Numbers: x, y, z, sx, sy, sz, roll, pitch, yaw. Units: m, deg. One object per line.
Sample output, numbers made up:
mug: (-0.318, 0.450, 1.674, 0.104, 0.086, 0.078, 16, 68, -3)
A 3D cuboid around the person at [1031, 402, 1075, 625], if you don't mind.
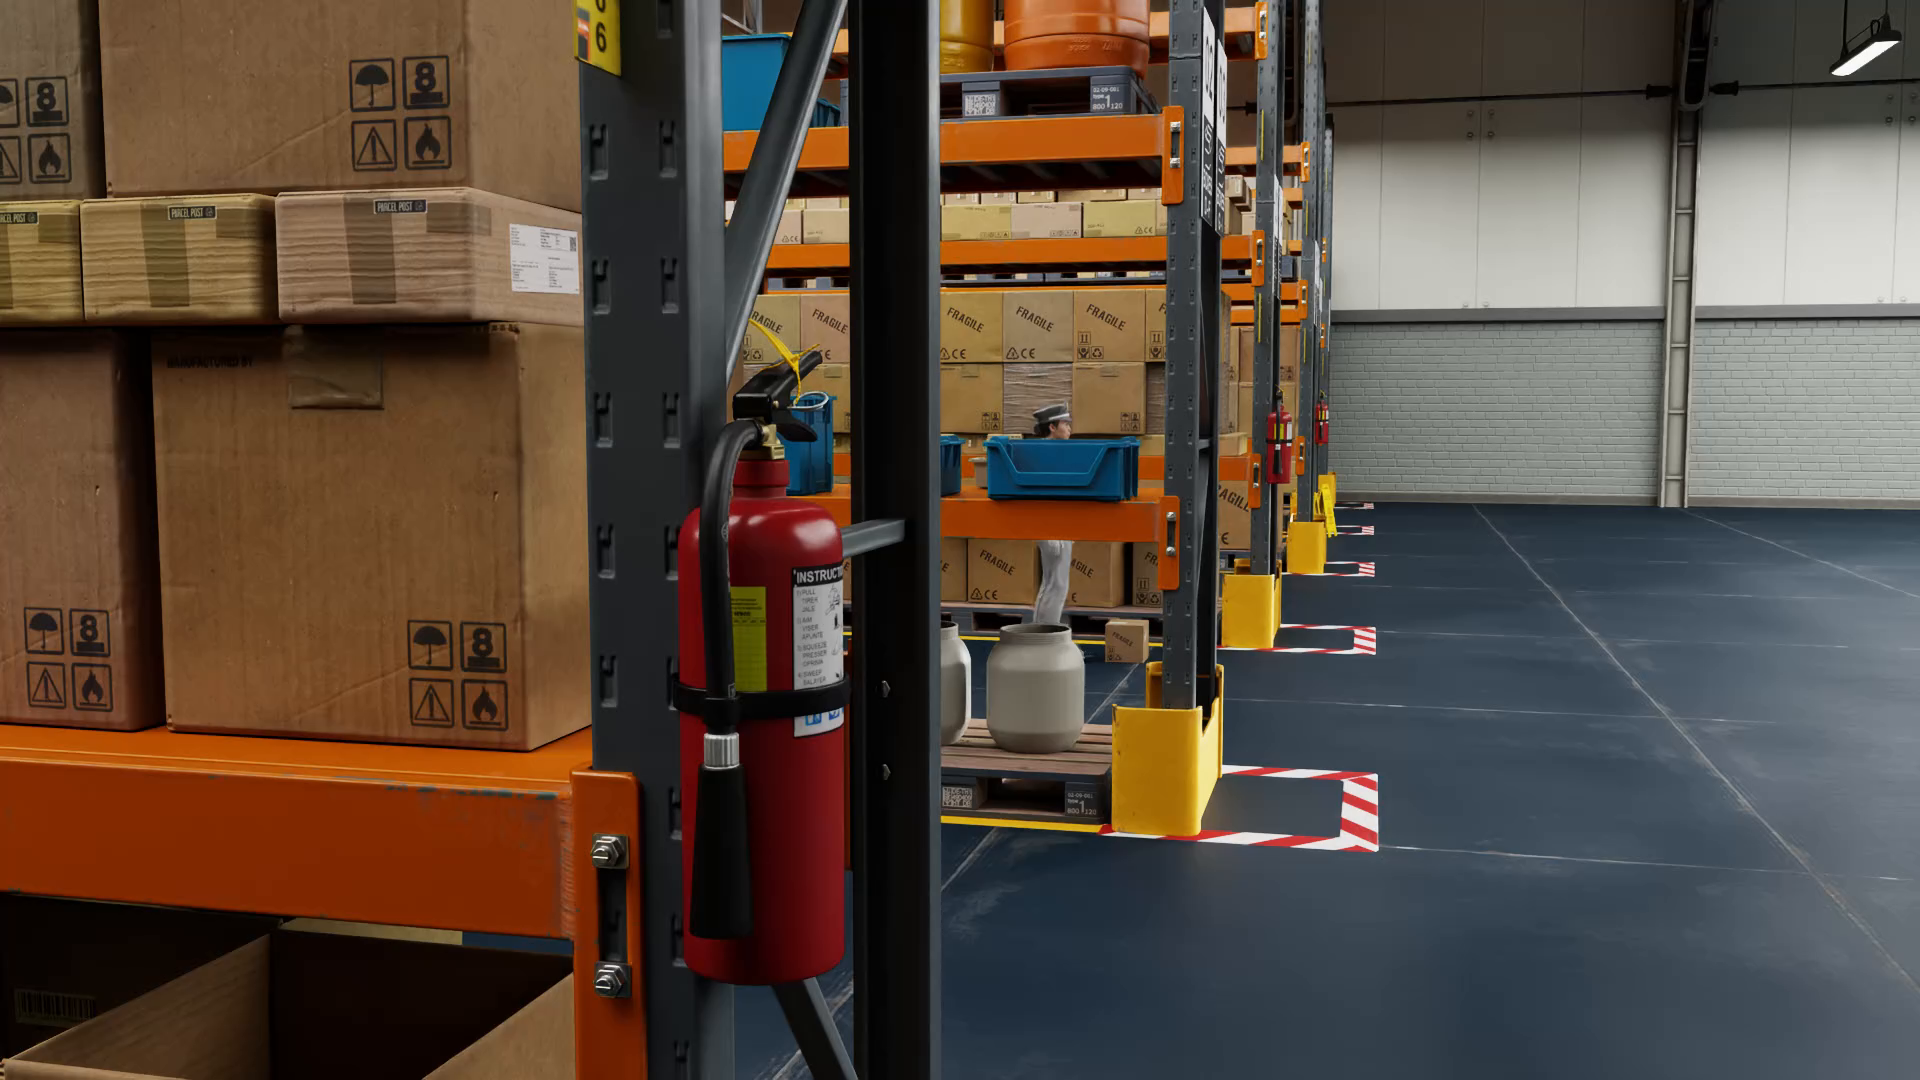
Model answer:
person: (0.632, -0.053, 10.888, 0.359, 1.700, 0.465, 1, 5, 14)
